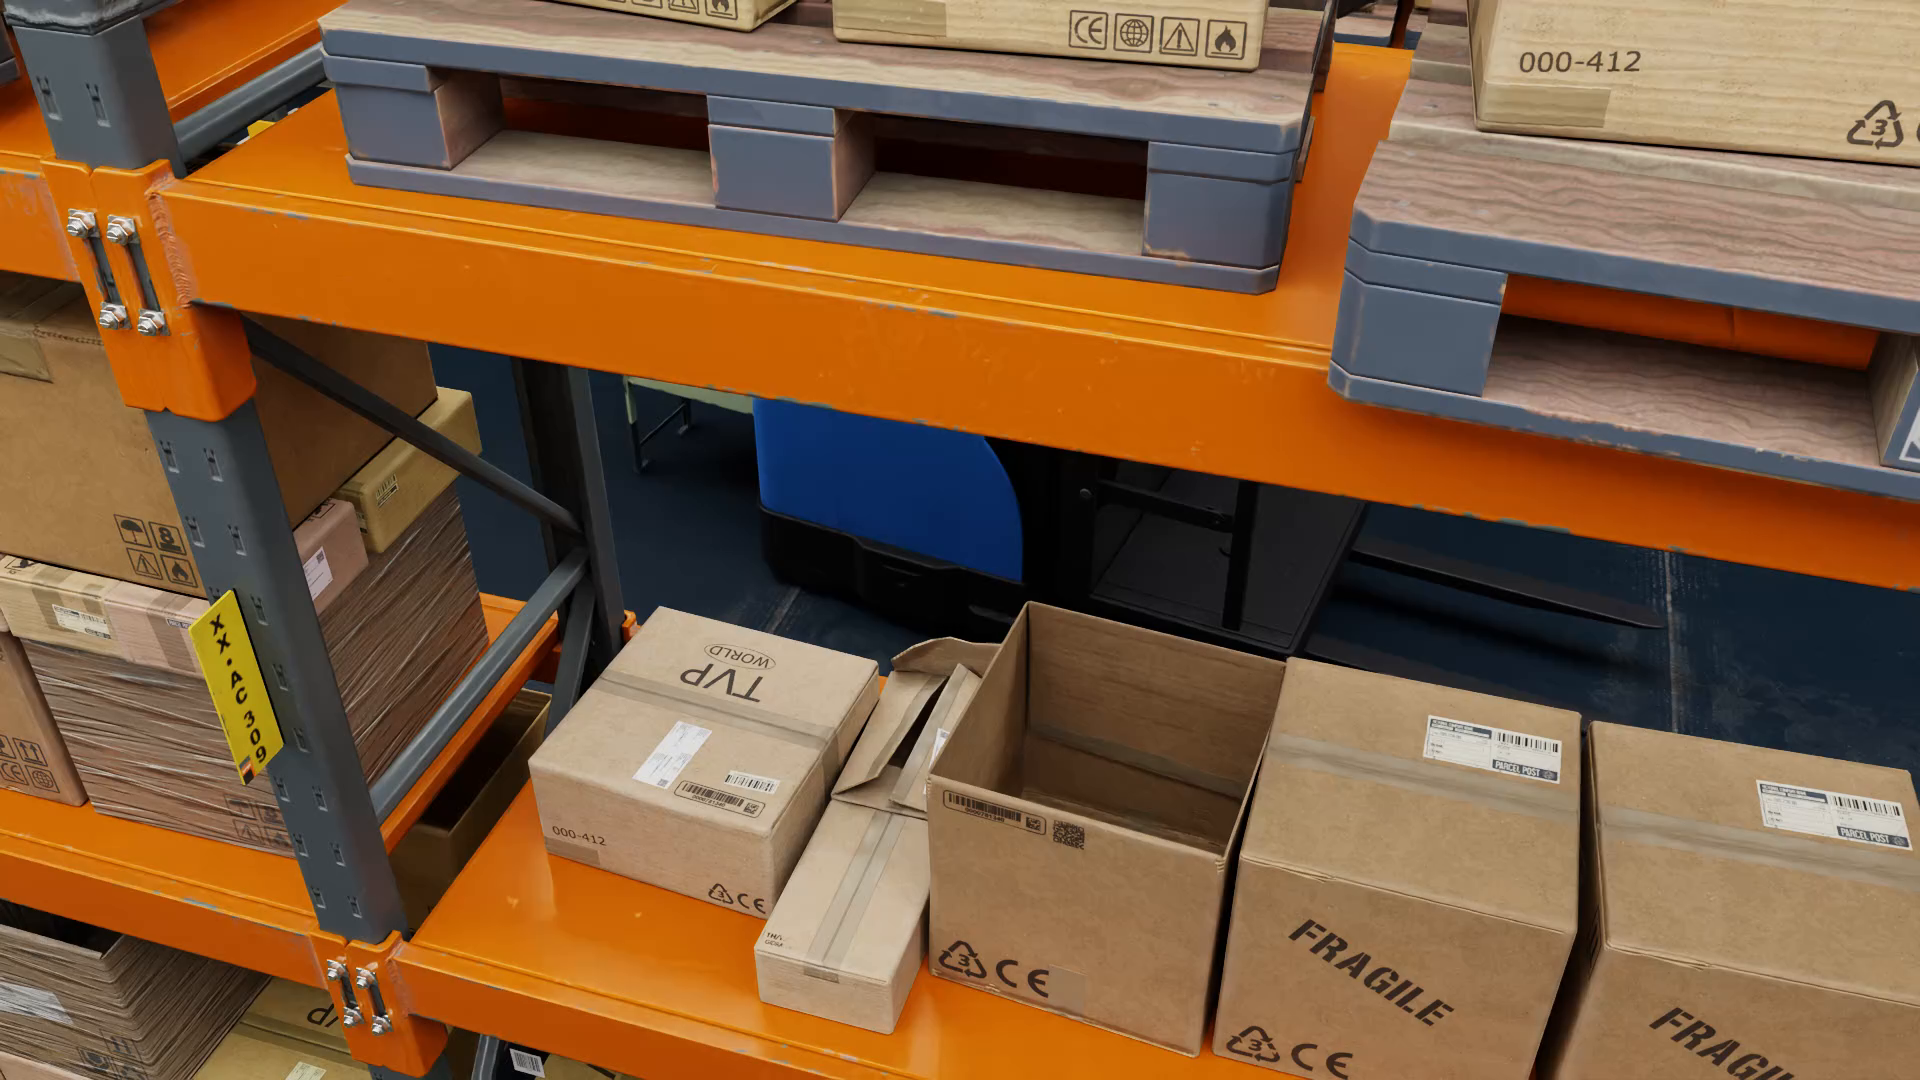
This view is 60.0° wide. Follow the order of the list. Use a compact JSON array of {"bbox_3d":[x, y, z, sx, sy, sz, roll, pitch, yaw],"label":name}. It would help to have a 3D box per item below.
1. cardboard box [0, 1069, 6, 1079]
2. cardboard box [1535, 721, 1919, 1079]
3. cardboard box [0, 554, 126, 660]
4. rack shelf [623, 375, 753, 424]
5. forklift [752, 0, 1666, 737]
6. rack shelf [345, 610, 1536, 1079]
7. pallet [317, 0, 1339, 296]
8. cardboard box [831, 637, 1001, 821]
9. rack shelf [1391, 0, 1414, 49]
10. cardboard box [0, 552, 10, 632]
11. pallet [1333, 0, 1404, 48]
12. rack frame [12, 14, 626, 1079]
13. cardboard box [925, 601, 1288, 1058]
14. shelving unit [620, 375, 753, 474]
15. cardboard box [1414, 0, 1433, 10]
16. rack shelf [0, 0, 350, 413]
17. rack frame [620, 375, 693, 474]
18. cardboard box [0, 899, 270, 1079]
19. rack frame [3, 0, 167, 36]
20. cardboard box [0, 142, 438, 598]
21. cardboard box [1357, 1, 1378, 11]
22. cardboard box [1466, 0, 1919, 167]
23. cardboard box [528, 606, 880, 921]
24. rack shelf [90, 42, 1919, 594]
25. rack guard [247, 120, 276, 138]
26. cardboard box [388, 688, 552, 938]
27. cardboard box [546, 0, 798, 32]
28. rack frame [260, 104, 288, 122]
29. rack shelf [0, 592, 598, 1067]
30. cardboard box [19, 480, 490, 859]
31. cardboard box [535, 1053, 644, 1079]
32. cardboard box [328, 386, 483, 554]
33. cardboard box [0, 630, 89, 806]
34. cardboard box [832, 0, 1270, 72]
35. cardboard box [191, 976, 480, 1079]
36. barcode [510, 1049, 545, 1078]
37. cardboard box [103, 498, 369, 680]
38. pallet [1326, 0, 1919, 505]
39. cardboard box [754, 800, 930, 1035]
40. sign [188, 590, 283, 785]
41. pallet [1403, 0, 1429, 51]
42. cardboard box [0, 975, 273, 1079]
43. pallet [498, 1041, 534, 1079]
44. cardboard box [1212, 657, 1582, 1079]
[{"bbox_3d":[-2.430,1.107,4.181,0.500,0.250,0.500,10,38,14],"label":"cardboard box"},{"bbox_3d":[1.246,0.680,2.711,0.500,0.500,0.500,9,37,11],"label":"cardboard box"},{"bbox_3d":[-1.525,0.028,3.050,0.250,0.149,0.380,10,37,13],"label":"cardboard box"},{"bbox_3d":[-0.873,-0.622,6.380,0.720,0.370,0.431,16,39,20],"label":"rack shelf"},{"bbox_3d":[0.832,-0.947,5.064,3.031,2.935,1.130,16,39,20],"label":"forklift"},{"bbox_3d":[0.943,0.944,3.043,4.000,0.370,1.077,10,38,14],"label":"rack shelf"},{"bbox_3d":[-0.120,-0.681,2.276,1.217,0.209,0.805,9,37,12],"label":"pallet"},{"bbox_3d":[-0.072,0.407,3.280,0.258,0.266,0.396,10,37,13],"label":"cardboard box"},{"bbox_3d":[2.417,-1.859,6.852,4.000,0.370,1.077,10,38,14],"label":"rack shelf"},{"bbox_3d":[-1.776,-0.017,3.111,0.250,0.149,0.380,9,37,13],"label":"cardboard box"},{"bbox_3d":[1.194,-2.208,6.881,1.213,0.211,1.003,10,38,14],"label":"pallet"},{"bbox_3d":[-0.966,0.301,3.311,0.127,3.000,1.000,10,38,14],"label":"rack frame"},{"bbox_3d":[0.265,0.499,2.957,0.500,0.500,0.500,13,38,17],"label":"cardboard box"},{"bbox_3d":[-0.873,-0.884,6.186,0.755,1.500,0.431,16,39,20],"label":"shelving unit"},{"bbox_3d":[2.152,-2.409,6.537,0.500,0.500,0.700,16,39,20],"label":"cardboard box"},{"bbox_3d":[-2.875,-0.971,3.115,4.000,0.370,1.077,10,38,14],"label":"rack shelf"},{"bbox_3d":[-1.203,-0.977,6.313,0.023,1.500,0.400,16,39,20],"label":"rack frame"},{"bbox_3d":[-1.948,0.884,3.851,0.500,0.500,0.500,10,38,14],"label":"cardboard box"},{"bbox_3d":[-0.966,-2.115,1.532,0.127,3.000,1.000,10,38,14],"label":"rack frame"},{"bbox_3d":[-1.391,-0.337,2.998,0.500,0.500,0.700,11,38,14],"label":"cardboard box"},{"bbox_3d":[1.514,-2.508,6.671,0.500,0.500,0.700,14,39,19],"label":"cardboard box"},{"bbox_3d":[0.841,-0.643,1.835,0.500,0.250,0.500,7,37,10],"label":"cardboard box"},{"bbox_3d":[-0.483,0.424,3.270,0.500,0.250,0.500,13,38,17],"label":"cardboard box"},{"bbox_3d":[0.943,-0.264,2.154,4.000,0.370,1.077,10,38,14],"label":"rack shelf"},{"bbox_3d":[-3.238,-2.189,8.803,0.348,0.500,1.175,10,38,14],"label":"rack guard"},{"bbox_3d":[-1.315,0.678,4.131,0.500,0.500,0.500,10,38,14],"label":"cardboard box"},{"bbox_3d":[-0.381,-0.901,2.186,0.500,0.250,0.500,14,39,19],"label":"cardboard box"},{"bbox_3d":[-3.311,-3.209,8.080,0.127,3.000,1.000,10,38,14],"label":"rack frame"},{"bbox_3d":[-2.875,0.237,4.004,4.000,0.370,1.077,10,38,14],"label":"rack shelf"},{"bbox_3d":[-1.391,0.186,3.383,0.500,0.500,0.700,10,37,13],"label":"cardboard box"},{"bbox_3d":[-0.646,1.227,3.544,0.500,0.311,0.500,11,38,14],"label":"cardboard box"},{"bbox_3d":[-1.165,-0.158,3.302,0.250,0.149,0.380,10,38,14],"label":"cardboard box"},{"bbox_3d":[-1.897,0.096,3.504,0.500,0.500,0.700,10,38,13],"label":"cardboard box"},{"bbox_3d":[0.144,-0.806,2.056,0.500,0.250,0.500,7,37,9],"label":"cardboard box"},{"bbox_3d":[-1.474,1.281,3.944,0.500,0.250,0.500,10,38,14],"label":"cardboard box"},{"bbox_3d":[-0.847,1.025,3.255,0.075,0.075,0.001,10,38,14],"label":"barcode"},{"bbox_3d":[-1.289,0.073,2.989,0.250,0.149,0.380,10,38,14],"label":"cardboard box"},{"bbox_3d":[1.109,-0.389,1.877,1.213,0.211,1.003,12,38,16],"label":"pallet"},{"bbox_3d":[-0.181,0.674,3.015,0.250,0.149,0.380,10,38,14],"label":"cardboard box"},{"bbox_3d":[-1.130,0.235,2.603,0.005,0.325,0.100,10,38,14],"label":"sign"},{"bbox_3d":[2.424,-2.045,6.660,1.213,0.211,1.003,10,38,14],"label":"pallet"},{"bbox_3d":[-1.948,1.187,4.072,0.500,0.250,0.500,10,38,14],"label":"cardboard box"},{"bbox_3d":[-1.713,1.260,4.360,1.213,0.211,1.003,10,38,14],"label":"pallet"},{"bbox_3d":[0.743,0.587,2.837,0.500,0.500,0.500,11,38,14],"label":"cardboard box"}]
